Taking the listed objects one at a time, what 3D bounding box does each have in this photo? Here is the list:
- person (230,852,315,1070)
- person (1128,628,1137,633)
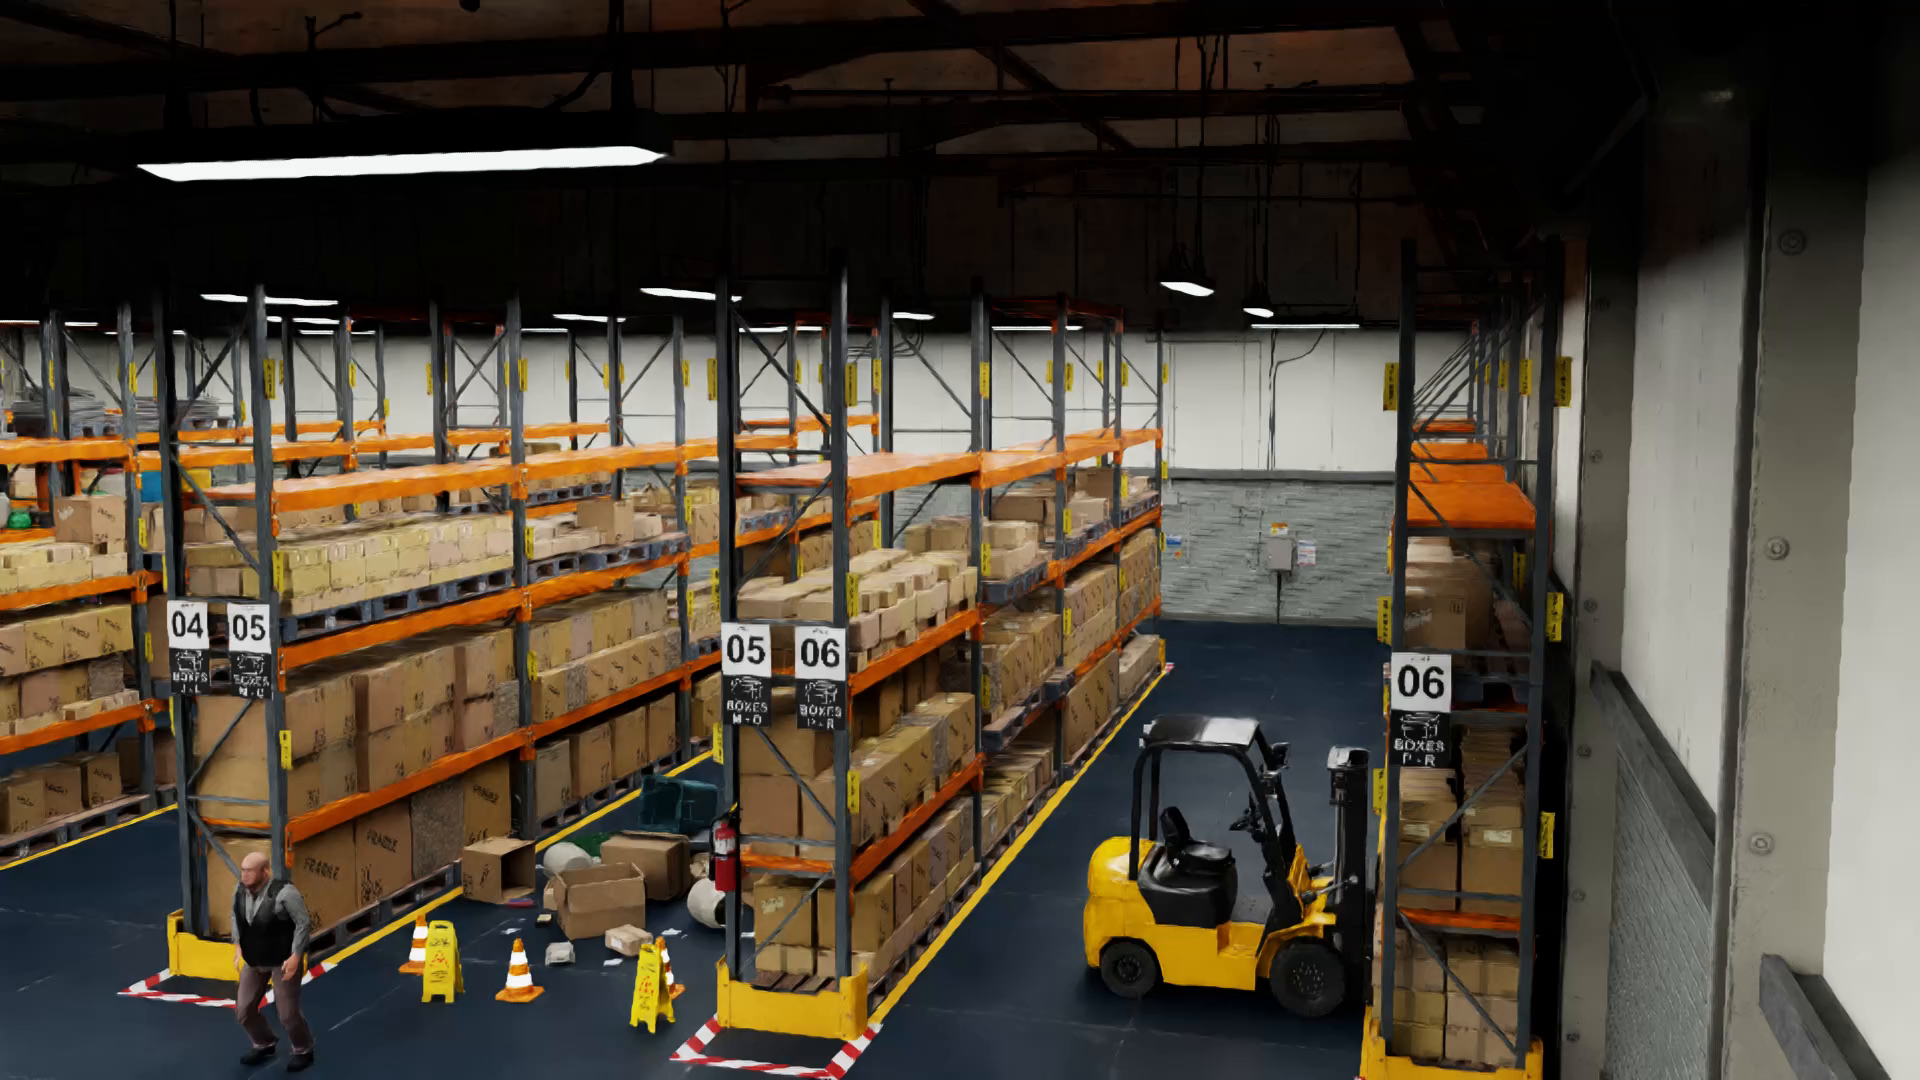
[{"bbox_3d":[-5.032,3.060,12.154,0.677,1.674,0.534,2,6,14],"label":"person"},{"bbox_3d":[3.059,1.172,30.232,0.411,1.587,0.558,-2,6,-14],"label":"person"}]
